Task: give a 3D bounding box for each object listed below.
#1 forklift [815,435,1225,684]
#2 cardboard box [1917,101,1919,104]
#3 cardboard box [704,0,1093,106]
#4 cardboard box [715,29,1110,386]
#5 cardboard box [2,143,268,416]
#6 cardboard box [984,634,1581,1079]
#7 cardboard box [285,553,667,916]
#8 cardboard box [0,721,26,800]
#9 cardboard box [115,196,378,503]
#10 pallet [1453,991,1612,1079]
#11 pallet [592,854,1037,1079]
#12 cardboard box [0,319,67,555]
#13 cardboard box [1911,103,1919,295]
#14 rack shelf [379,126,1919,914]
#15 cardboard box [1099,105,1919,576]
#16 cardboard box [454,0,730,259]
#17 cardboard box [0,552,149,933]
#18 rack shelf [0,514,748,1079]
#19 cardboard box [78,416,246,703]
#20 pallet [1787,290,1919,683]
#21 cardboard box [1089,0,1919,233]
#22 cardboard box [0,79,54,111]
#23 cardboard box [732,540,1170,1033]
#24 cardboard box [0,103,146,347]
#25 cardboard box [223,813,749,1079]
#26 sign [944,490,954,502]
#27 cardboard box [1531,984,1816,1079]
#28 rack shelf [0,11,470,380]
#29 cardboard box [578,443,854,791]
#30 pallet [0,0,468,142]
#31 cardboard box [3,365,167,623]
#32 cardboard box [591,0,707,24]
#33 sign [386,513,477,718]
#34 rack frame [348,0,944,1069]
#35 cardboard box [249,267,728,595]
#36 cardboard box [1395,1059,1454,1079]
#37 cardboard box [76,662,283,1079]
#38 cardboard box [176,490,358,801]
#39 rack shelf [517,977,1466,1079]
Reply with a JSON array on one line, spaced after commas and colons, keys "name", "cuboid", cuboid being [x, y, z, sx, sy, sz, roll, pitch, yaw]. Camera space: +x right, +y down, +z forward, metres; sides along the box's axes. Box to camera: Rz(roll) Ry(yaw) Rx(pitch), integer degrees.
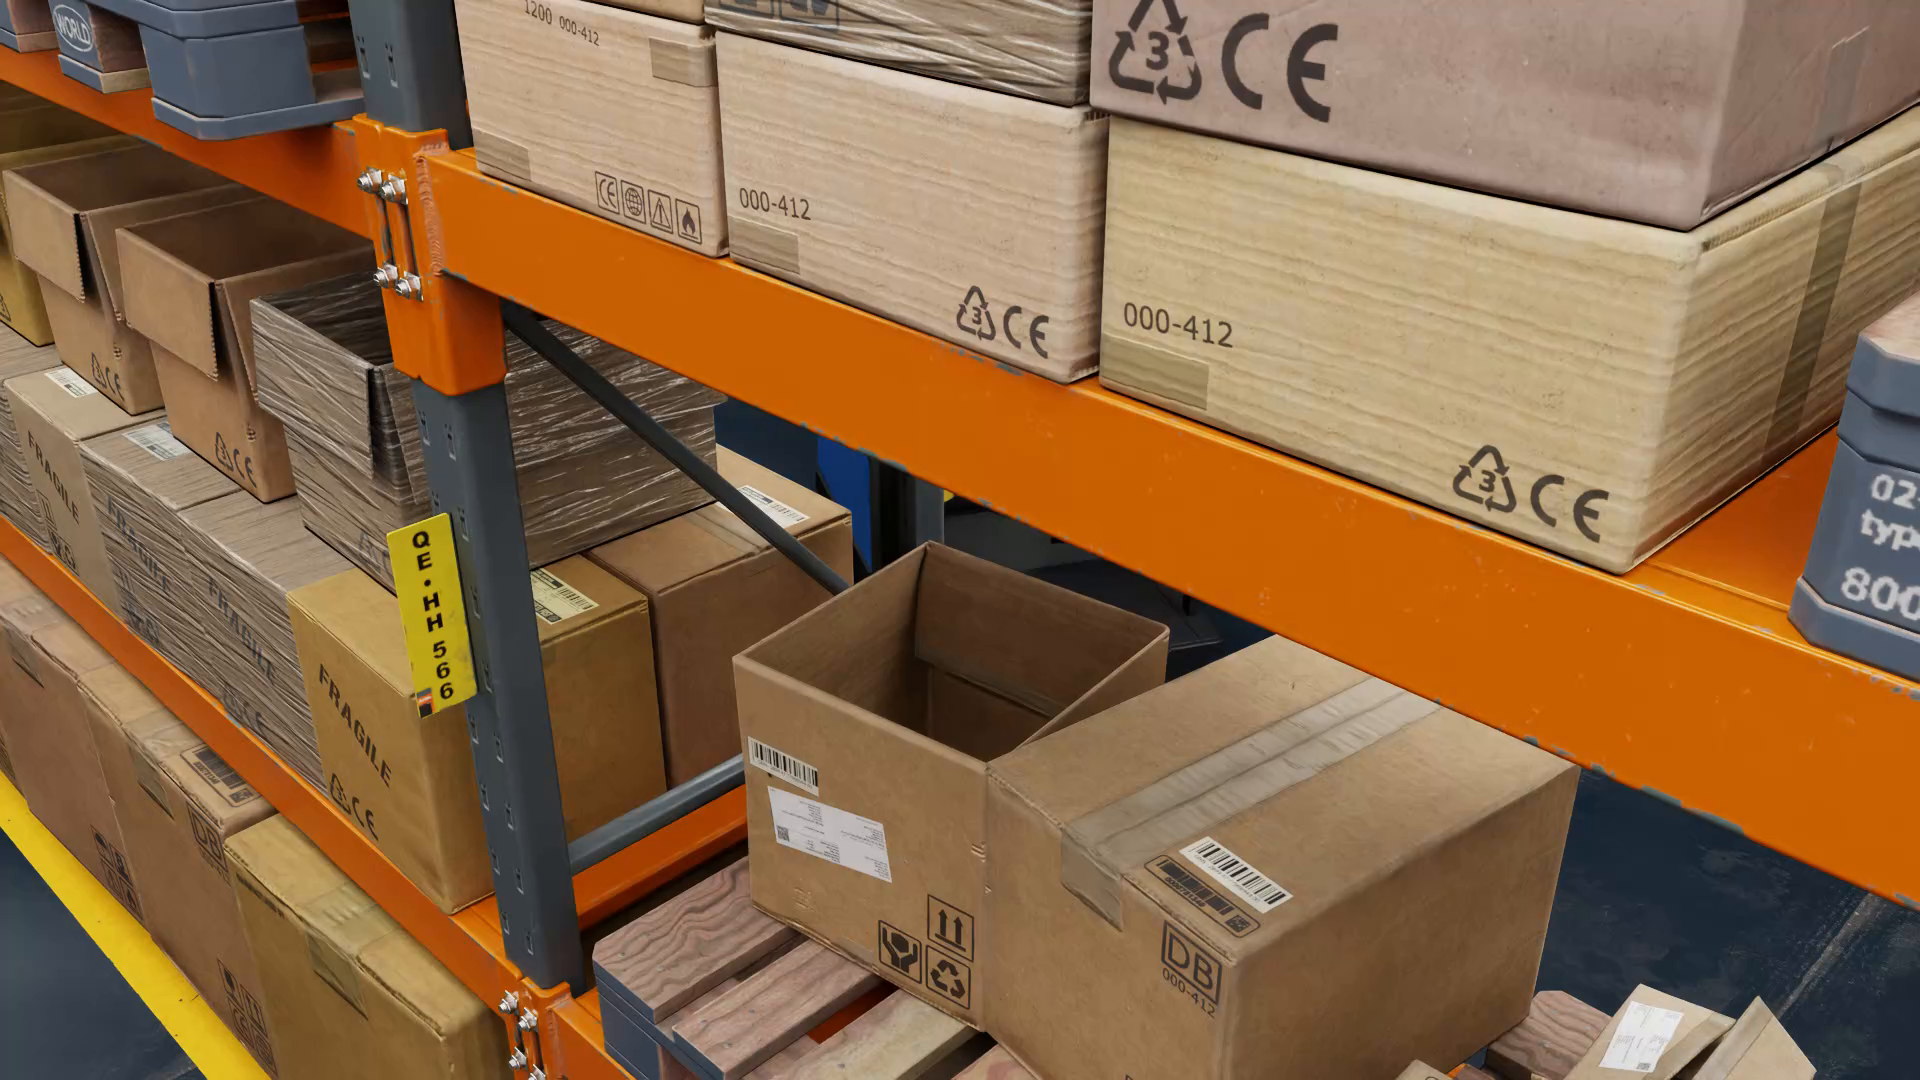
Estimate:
[{"name": "forklift", "cuboid": [0.277, -0.771, 5.567, 1.130, 2.935, 3.031, -8, 29, -14]}, {"name": "cardboard box", "cuboid": [0.809, -0.744, 1.574, 0.500, 0.500, 0.500, -25, 36, -38]}, {"name": "cardboard box", "cuboid": [0.091, -0.741, 1.569, 0.500, 0.500, 0.500, 25, 37, 39]}, {"name": "cardboard box", "cuboid": [0.100, -0.409, 1.744, 0.500, 0.250, 0.500, -24, 36, -38]}, {"name": "cardboard box", "cuboid": [-1.878, -0.716, 4.203, 0.797, 0.503, 0.637, -24, 36, -38]}, {"name": "cardboard box", "cuboid": [0.459, 0.528, 2.464, 0.700, 0.500, 0.500, -19, 33, -32]}, {"name": "cardboard box", "cuboid": [-0.948, 0.323, 3.305, 0.500, 0.500, 0.500, -24, 36, -38]}, {"name": "cardboard box", "cuboid": [-2.804, 0.098, 5.672, 0.875, 0.875, 1.225, 25, 36, 39]}, {"name": "cardboard box", "cuboid": [-1.395, -0.499, 3.791, 0.797, 0.503, 0.637, -24, 36, -38]}, {"name": "pallet", "cuboid": [1.018, 1.164, 2.020, 1.213, 0.211, 1.003, 25, 36, 38]}, {"name": "pallet", "cuboid": [0.160, 0.728, 2.848, 1.003, 0.211, 1.213, 25, 36, 38]}, {"name": "cardboard box", "cuboid": [-2.406, -0.343, 4.572, 0.500, 0.500, 0.500, 24, 36, 37]}, {"name": "cardboard box", "cuboid": [0.808, -0.419, 1.762, 0.500, 0.250, 0.500, -24, 36, -38]}, {"name": "rack shelf", "cuboid": [1.004, 0.090, 1.406, 4.000, 0.370, 1.077, 25, 36, 38]}, {"name": "cardboard box", "cuboid": [0.473, -0.245, 1.431, 0.500, 0.250, 0.500, -24, 36, -38]}, {"name": "cardboard box", "cuboid": [-0.266, -0.577, 2.063, 0.500, 0.250, 0.500, -25, 36, -38]}, {"name": "cardboard box", "cuboid": [-2.167, 0.389, 5.119, 0.875, 0.875, 1.225, 23, 36, 37]}, {"name": "rack shelf", "cuboid": [-1.849, 0.112, 4.587, 4.000, 0.370, 1.077, 25, 36, 38]}, {"name": "cardboard box", "cuboid": [-1.672, -0.010, 3.938, 0.500, 0.500, 0.500, 23, 36, 37]}, {"name": "pallet", "cuboid": [1.323, -0.067, 1.133, 1.003, 0.211, 1.213, 25, 36, 38]}, {"name": "cardboard box", "cuboid": [0.455, -0.580, 1.262, 0.500, 0.500, 0.500, 23, 36, 37]}, {"name": "cardboard box", "cuboid": [-2.813, -1.141, 5.012, 0.637, 0.503, 0.797, 23, 36, 37]}, {"name": "cardboard box", "cuboid": [-0.009, 0.379, 2.747, 0.500, 0.500, 0.500, 20, 33, 33]}, {"name": "cardboard box", "cuboid": [-2.332, -0.914, 4.579, 0.797, 0.503, 0.637, -25, 37, -39]}, {"name": "cardboard box", "cuboid": [-0.900, 0.969, 4.016, 0.875, 0.875, 1.225, 23, 35, 36]}, {"name": "sign", "cuboid": [-0.049, -0.214, 3.275, 0.005, 0.325, 0.100, 25, 36, 38]}, {"name": "cardboard box", "cuboid": [0.956, 0.774, 2.247, 0.258, 0.266, 0.396, 23, 36, 37]}, {"name": "rack shelf", "cuboid": [-1.849, -1.215, 3.888, 4.000, 0.370, 1.077, 25, 36, 38]}, {"name": "cardboard box", "cuboid": [-0.578, 0.153, 3.628, 0.500, 0.500, 0.500, -24, 36, -38]}, {"name": "pallet", "cuboid": [-0.919, -0.990, 2.890, 1.213, 0.211, 1.003, -23, 36, -37]}, {"name": "cardboard box", "cuboid": [-2.034, -0.176, 4.254, 0.500, 0.500, 0.500, -24, 36, -38]}, {"name": "cardboard box", "cuboid": [-0.268, -0.908, 1.886, 0.500, 0.500, 0.500, -25, 37, -39]}, {"name": "sign", "cuboid": [-0.809, 0.119, 2.556, 0.005, 0.325, 0.100, 25, 36, 38]}, {"name": "rack frame", "cuboid": [-0.420, 0.445, 3.180, 0.053, 2.616, 0.949, 25, 36, 38]}, {"name": "cardboard box", "cuboid": [-0.932, -0.286, 3.385, 0.797, 0.503, 0.637, -24, 36, -38]}, {"name": "cardboard box", "cuboid": [0.611, 0.950, 1.930, 0.500, 0.250, 0.500, 23, 36, 37]}, {"name": "cardboard box", "cuboid": [-1.530, 0.675, 4.574, 0.875, 0.875, 1.225, 25, 36, 39]}, {"name": "cardboard box", "cuboid": [-1.299, 0.159, 3.618, 0.500, 0.500, 0.500, 24, 36, 38]}, {"name": "rack shelf", "cuboid": [1.004, 1.417, 2.104, 4.000, 0.370, 1.077, 25, 36, 38]}]
